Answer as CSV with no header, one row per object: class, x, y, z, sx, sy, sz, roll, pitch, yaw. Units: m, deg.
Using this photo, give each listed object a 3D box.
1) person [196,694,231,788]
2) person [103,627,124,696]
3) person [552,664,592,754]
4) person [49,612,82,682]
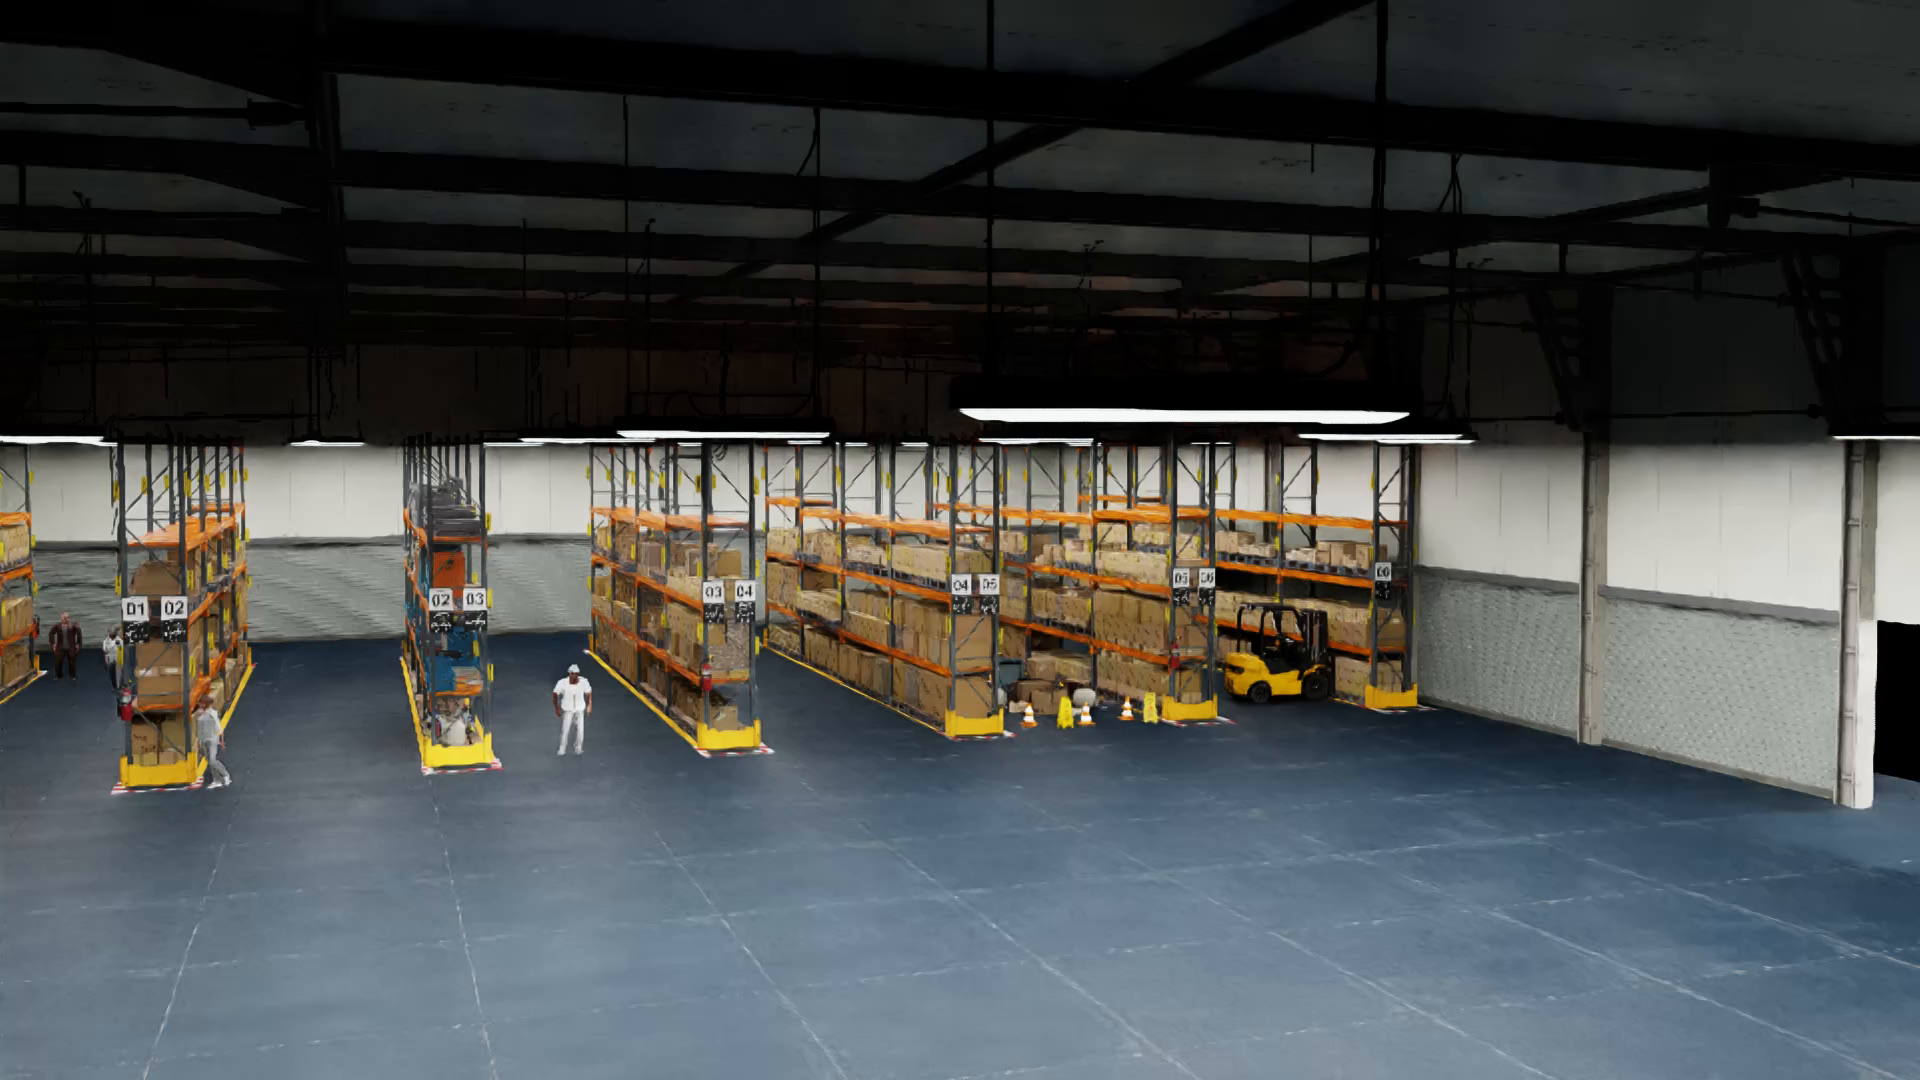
person,-12.546,3.376,27.931,0.545,1.584,0.413,2,4,26
person,-19.536,2.783,38.394,0.456,1.589,1.088,-1,3,-18
person,-7.219,3.154,30.998,0.719,1.714,0.578,-1,3,-22
person,-21.843,2.611,40.622,0.729,1.733,0.546,-1,3,-21
